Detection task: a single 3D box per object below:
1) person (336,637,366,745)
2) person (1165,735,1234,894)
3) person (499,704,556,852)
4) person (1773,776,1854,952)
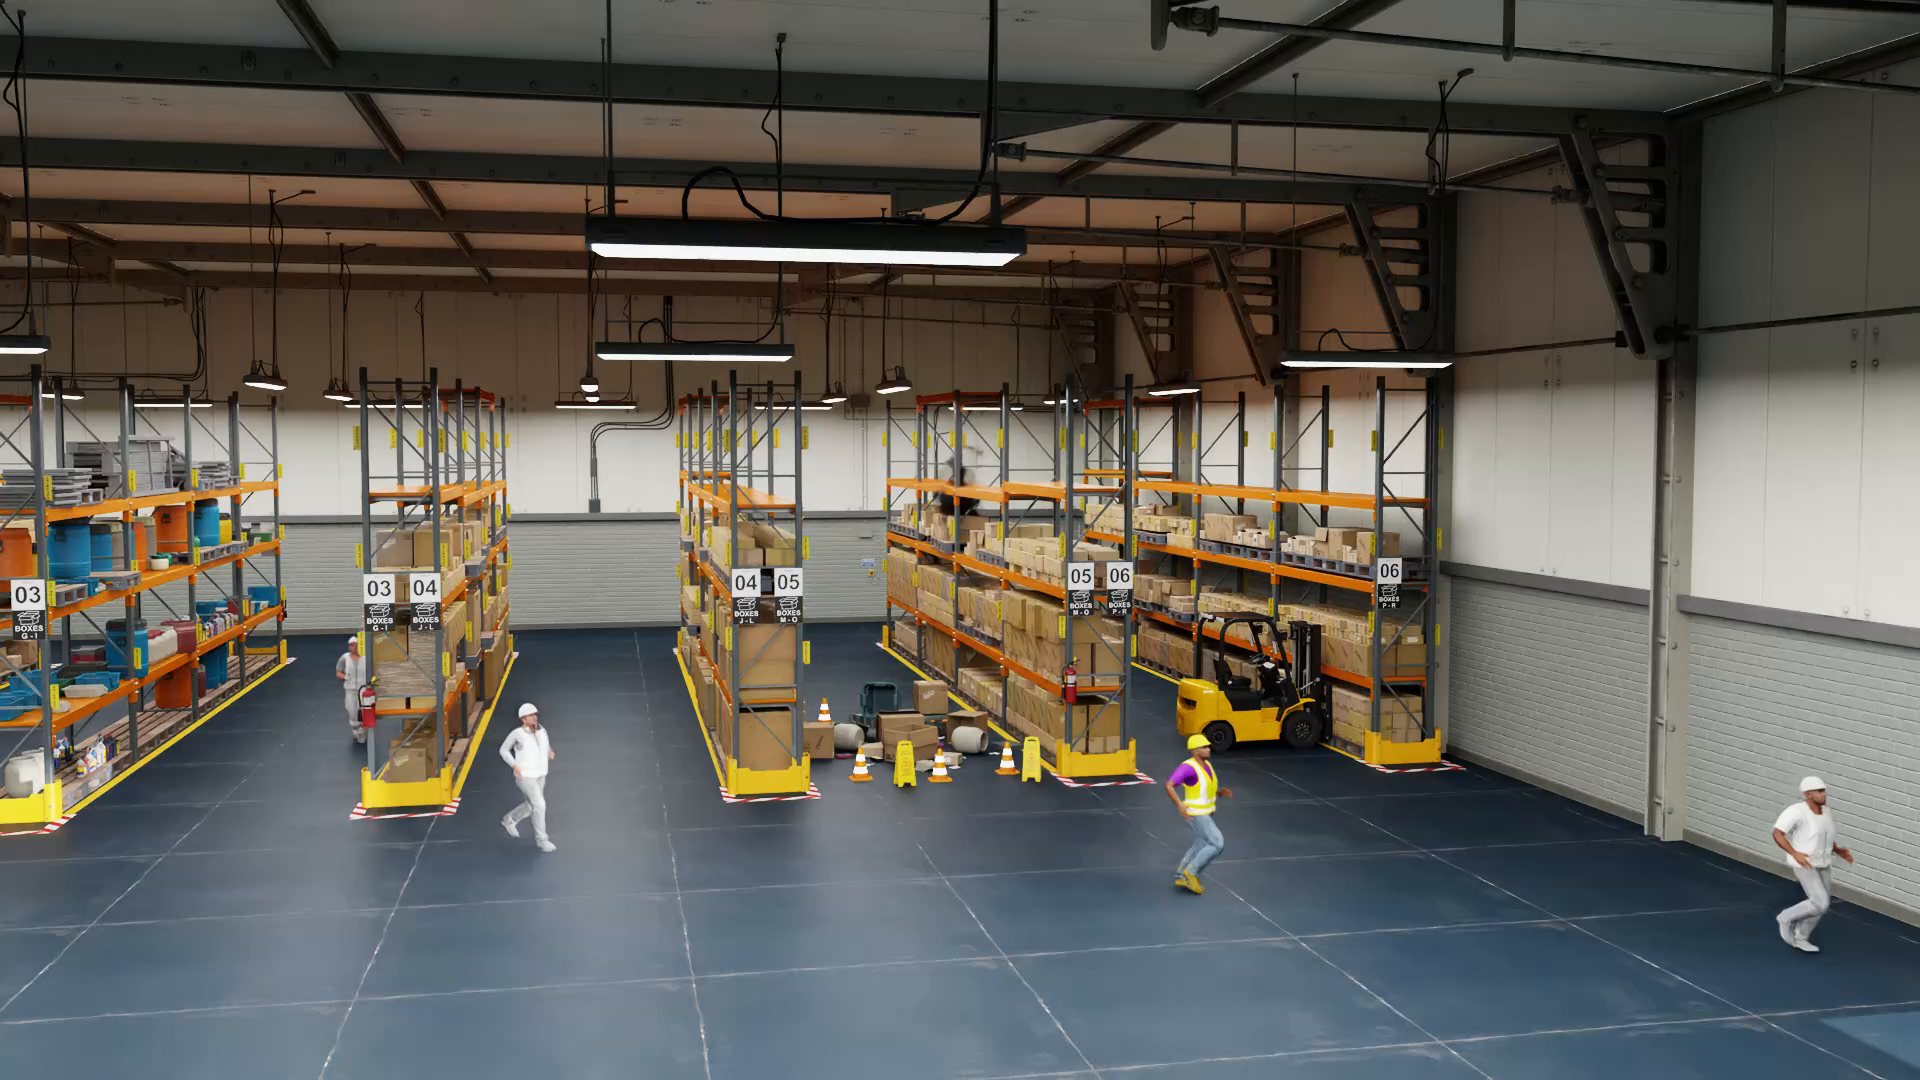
[{"bbox_3d":[-9.928,2.481,27.389,0.643,1.796,0.805,-1,4,-15],"label":"person"},{"bbox_3d":[2.681,3.023,18.377,0.673,1.742,0.676,2,4,29],"label":"person"},{"bbox_3d":[-5.305,2.897,20.502,0.890,1.787,0.648,2,4,28],"label":"person"},{"bbox_3d":[8.331,3.167,16.241,0.676,1.720,0.571,-2,4,-27],"label":"person"}]
